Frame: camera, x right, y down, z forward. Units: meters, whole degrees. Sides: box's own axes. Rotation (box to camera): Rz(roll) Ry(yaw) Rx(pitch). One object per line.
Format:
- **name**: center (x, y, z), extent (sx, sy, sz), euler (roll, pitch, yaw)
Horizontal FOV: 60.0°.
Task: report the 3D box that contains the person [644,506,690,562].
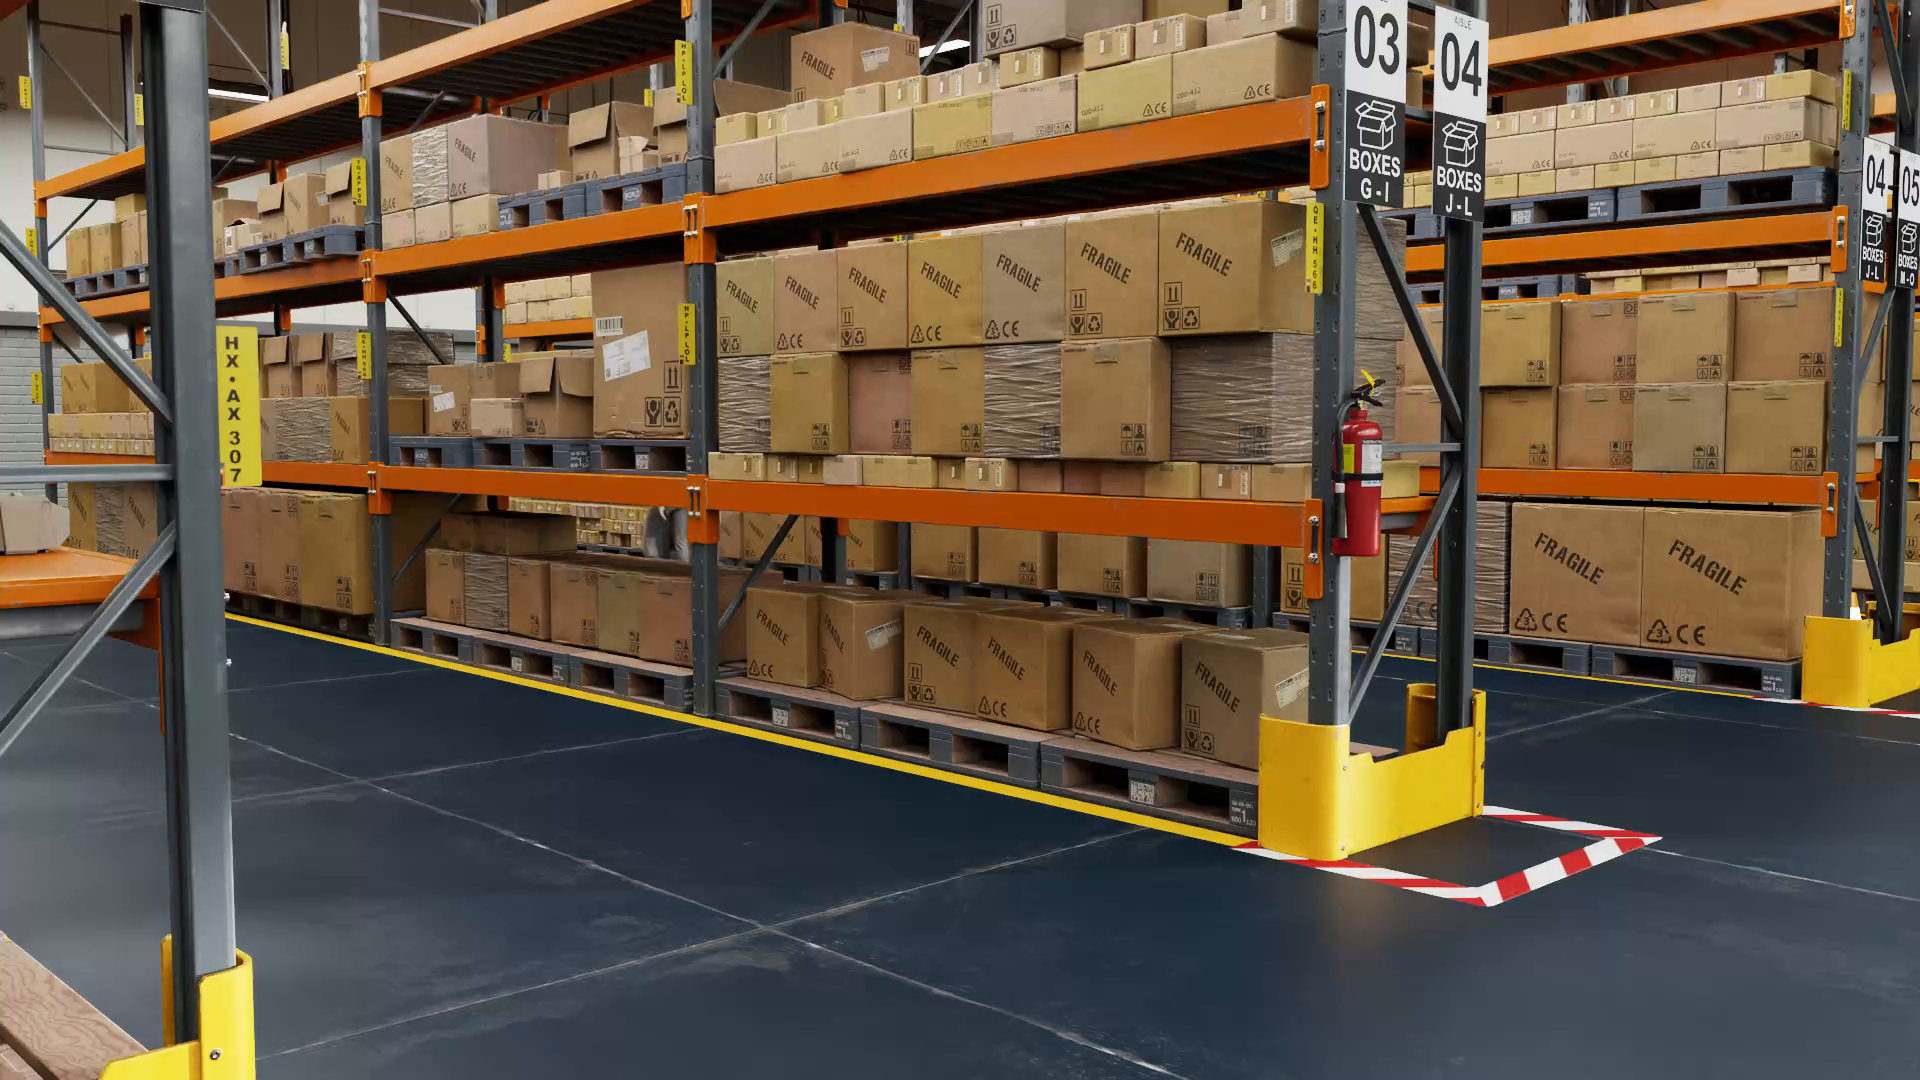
- **person**: center (-2.786, -0.328, 15.782), extent (0.479, 1.755, 0.637), euler (-4, 5, -41)
